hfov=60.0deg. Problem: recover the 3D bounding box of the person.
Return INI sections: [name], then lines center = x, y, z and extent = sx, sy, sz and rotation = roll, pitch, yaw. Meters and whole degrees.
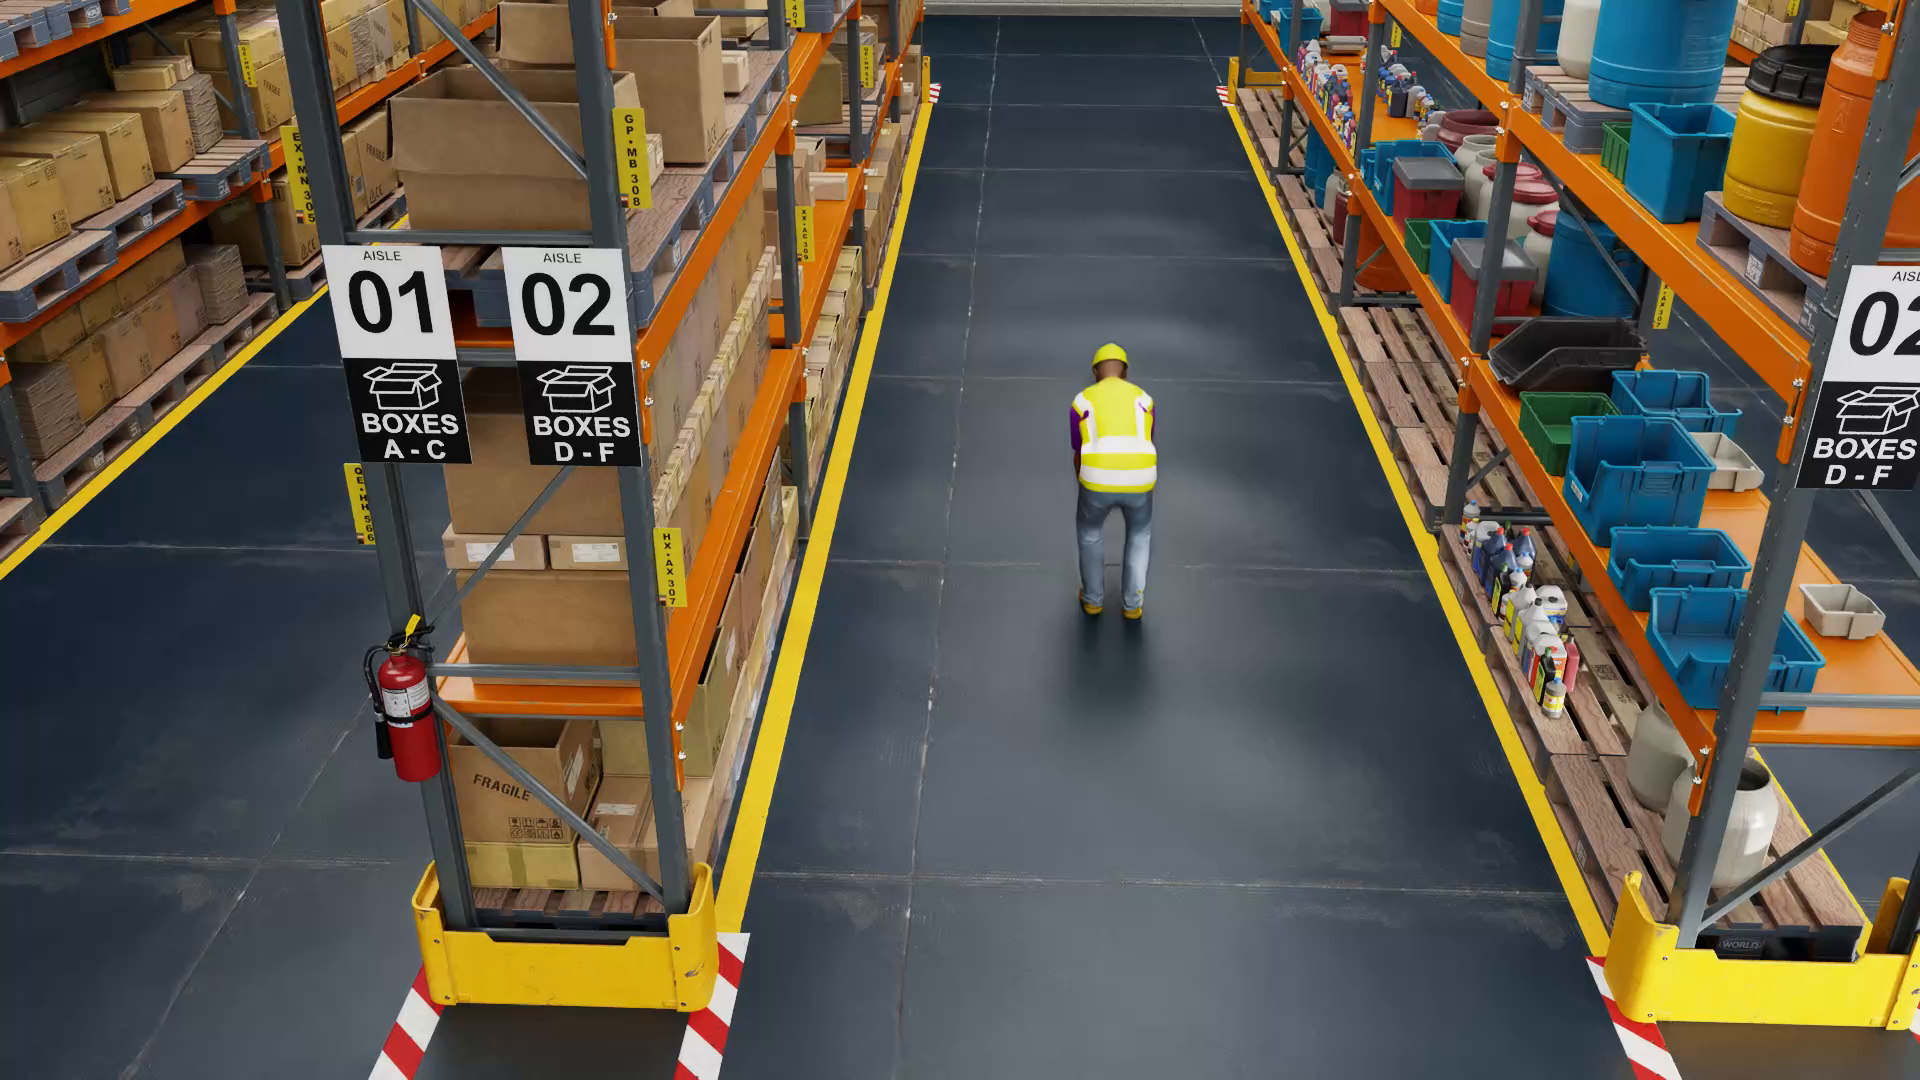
[person]
center = 0.864, -0.333, 9.564
extent = 0.488, 1.450, 0.857
rotation = 0, 28, 0
